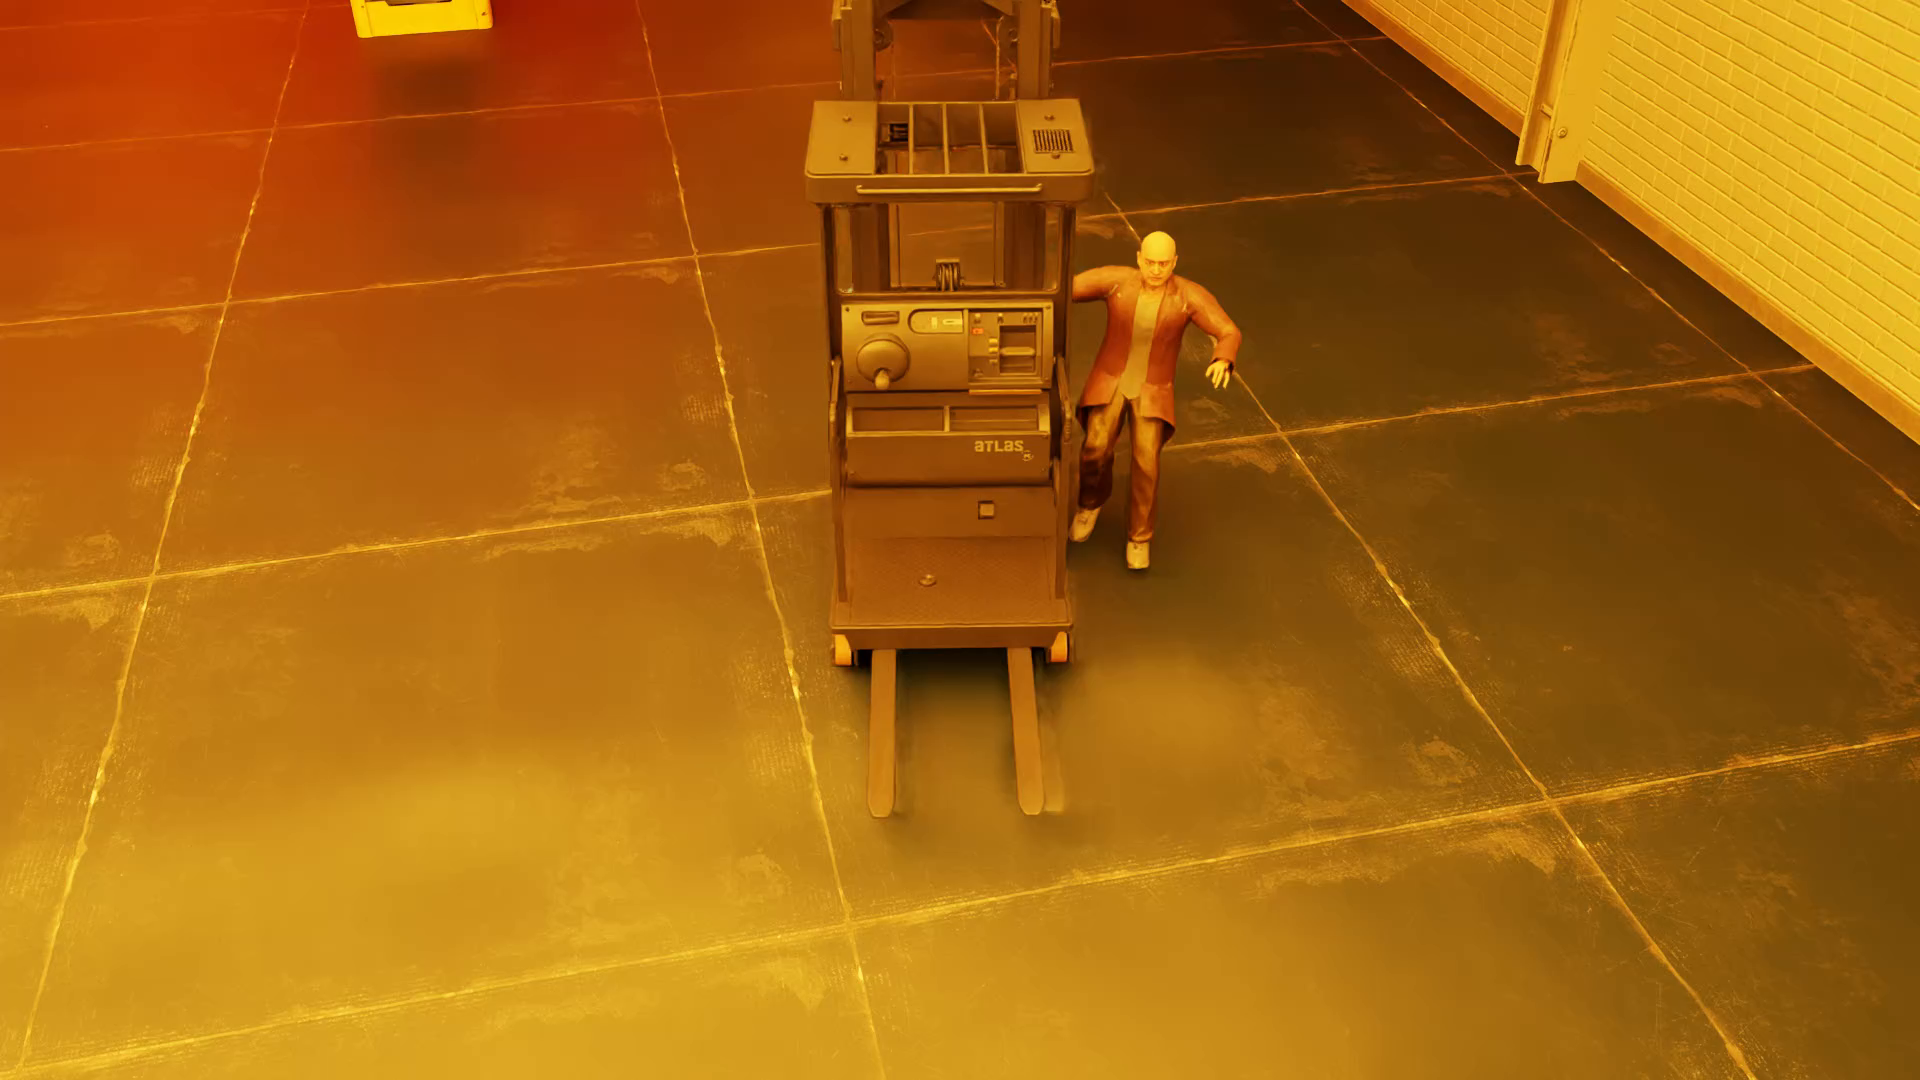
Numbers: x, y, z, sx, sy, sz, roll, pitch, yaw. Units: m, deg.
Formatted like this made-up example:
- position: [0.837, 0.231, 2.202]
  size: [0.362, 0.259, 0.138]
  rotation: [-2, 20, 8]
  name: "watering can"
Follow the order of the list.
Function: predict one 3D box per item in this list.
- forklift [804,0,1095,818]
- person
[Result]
- position: [-0.046, -0.791, 7.149]
  size: [1.130, 2.935, 3.031]
  rotation: [-1, 36, -1]
  name: "forklift"
- position: [0.848, -0.687, 8.214]
  size: [1.037, 1.537, 0.913]
  rotation: [2, 36, 3]
  name: "person"
